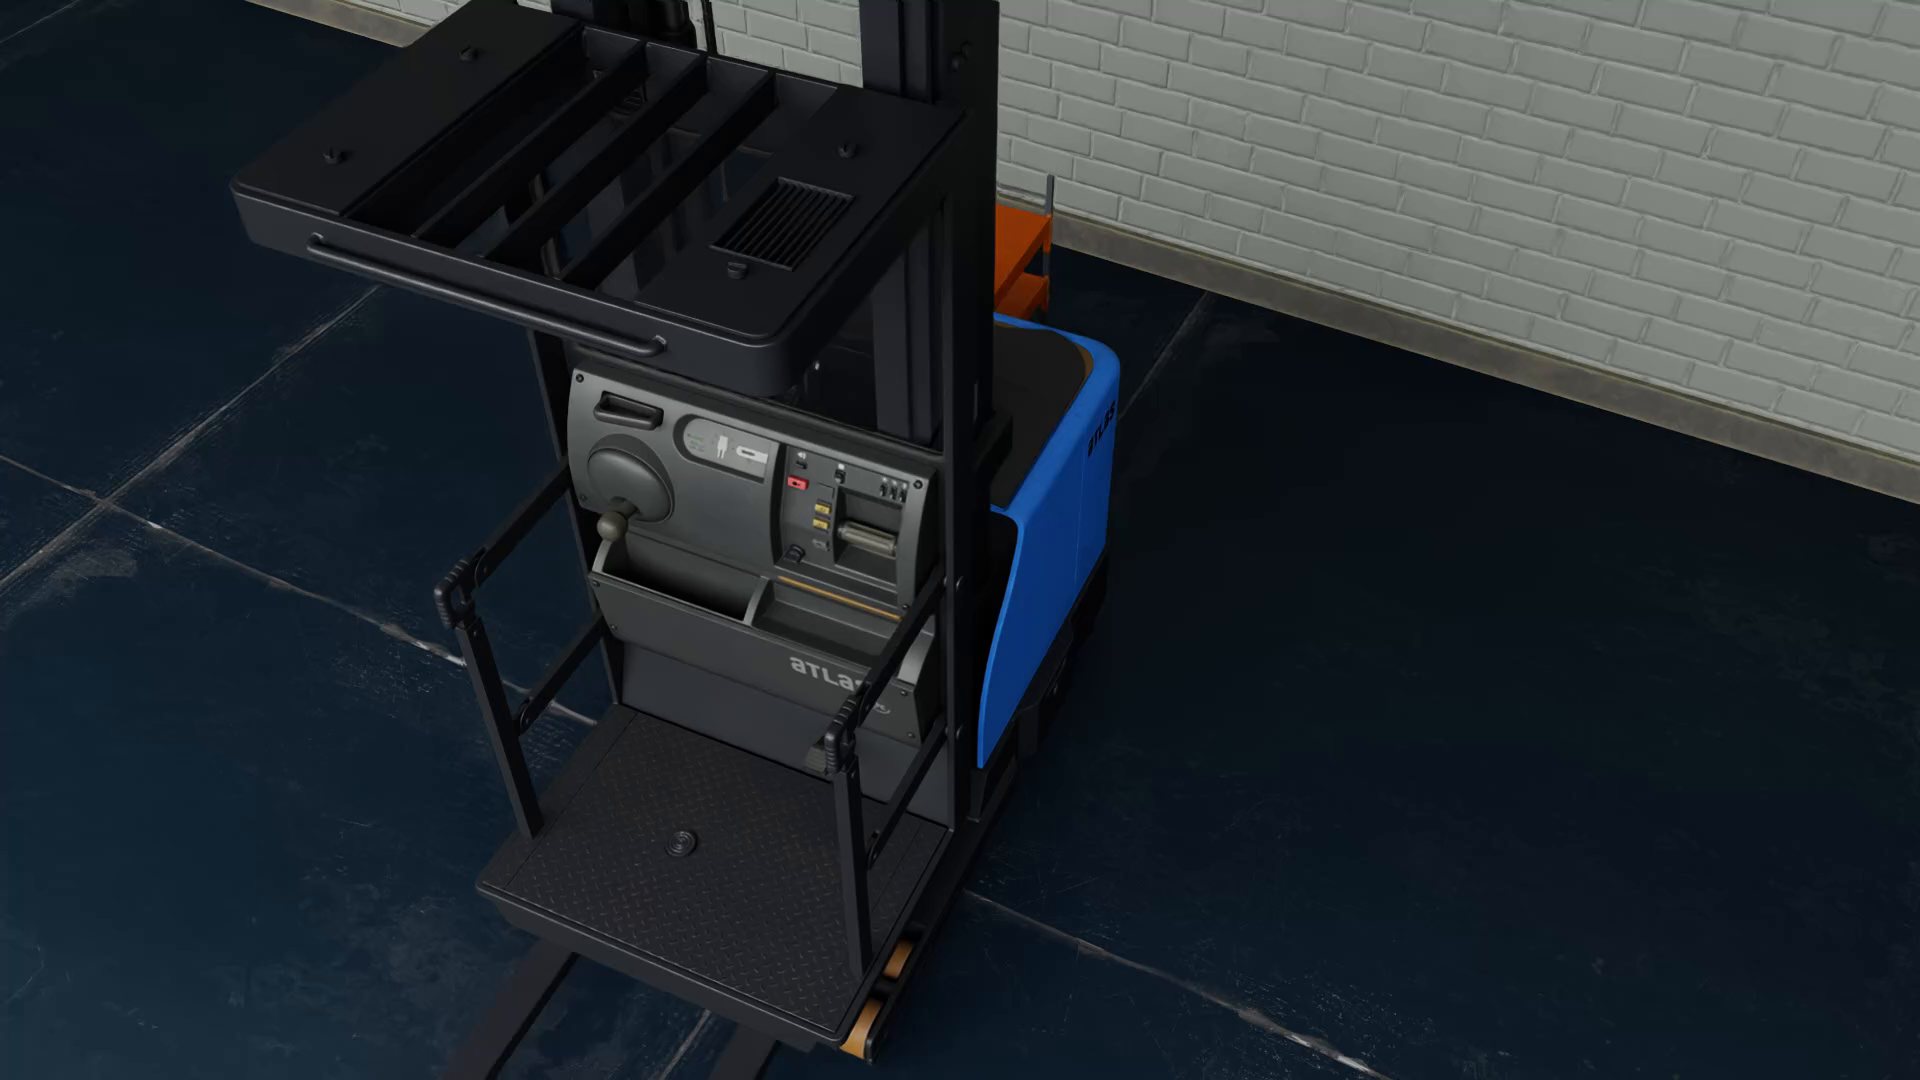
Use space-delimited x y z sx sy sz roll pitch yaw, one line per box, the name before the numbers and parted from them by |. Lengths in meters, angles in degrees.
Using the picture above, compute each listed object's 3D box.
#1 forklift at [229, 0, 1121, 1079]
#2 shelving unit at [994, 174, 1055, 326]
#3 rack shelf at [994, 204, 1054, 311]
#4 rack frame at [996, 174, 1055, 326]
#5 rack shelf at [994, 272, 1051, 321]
forklift | -0.589 -0.024 3.713 1.130 2.935 3.031 18 48 17
shelving unit | 0.082 -0.589 5.488 0.258 1.200 0.503 18 48 17
rack shelf | 0.082 -0.865 5.209 0.258 0.148 0.480 18 48 17
rack frame | 0.183 -0.747 5.644 0.240 1.200 0.015 18 48 17
rack shelf | 0.082 -0.699 5.377 0.258 0.148 0.480 18 48 17
